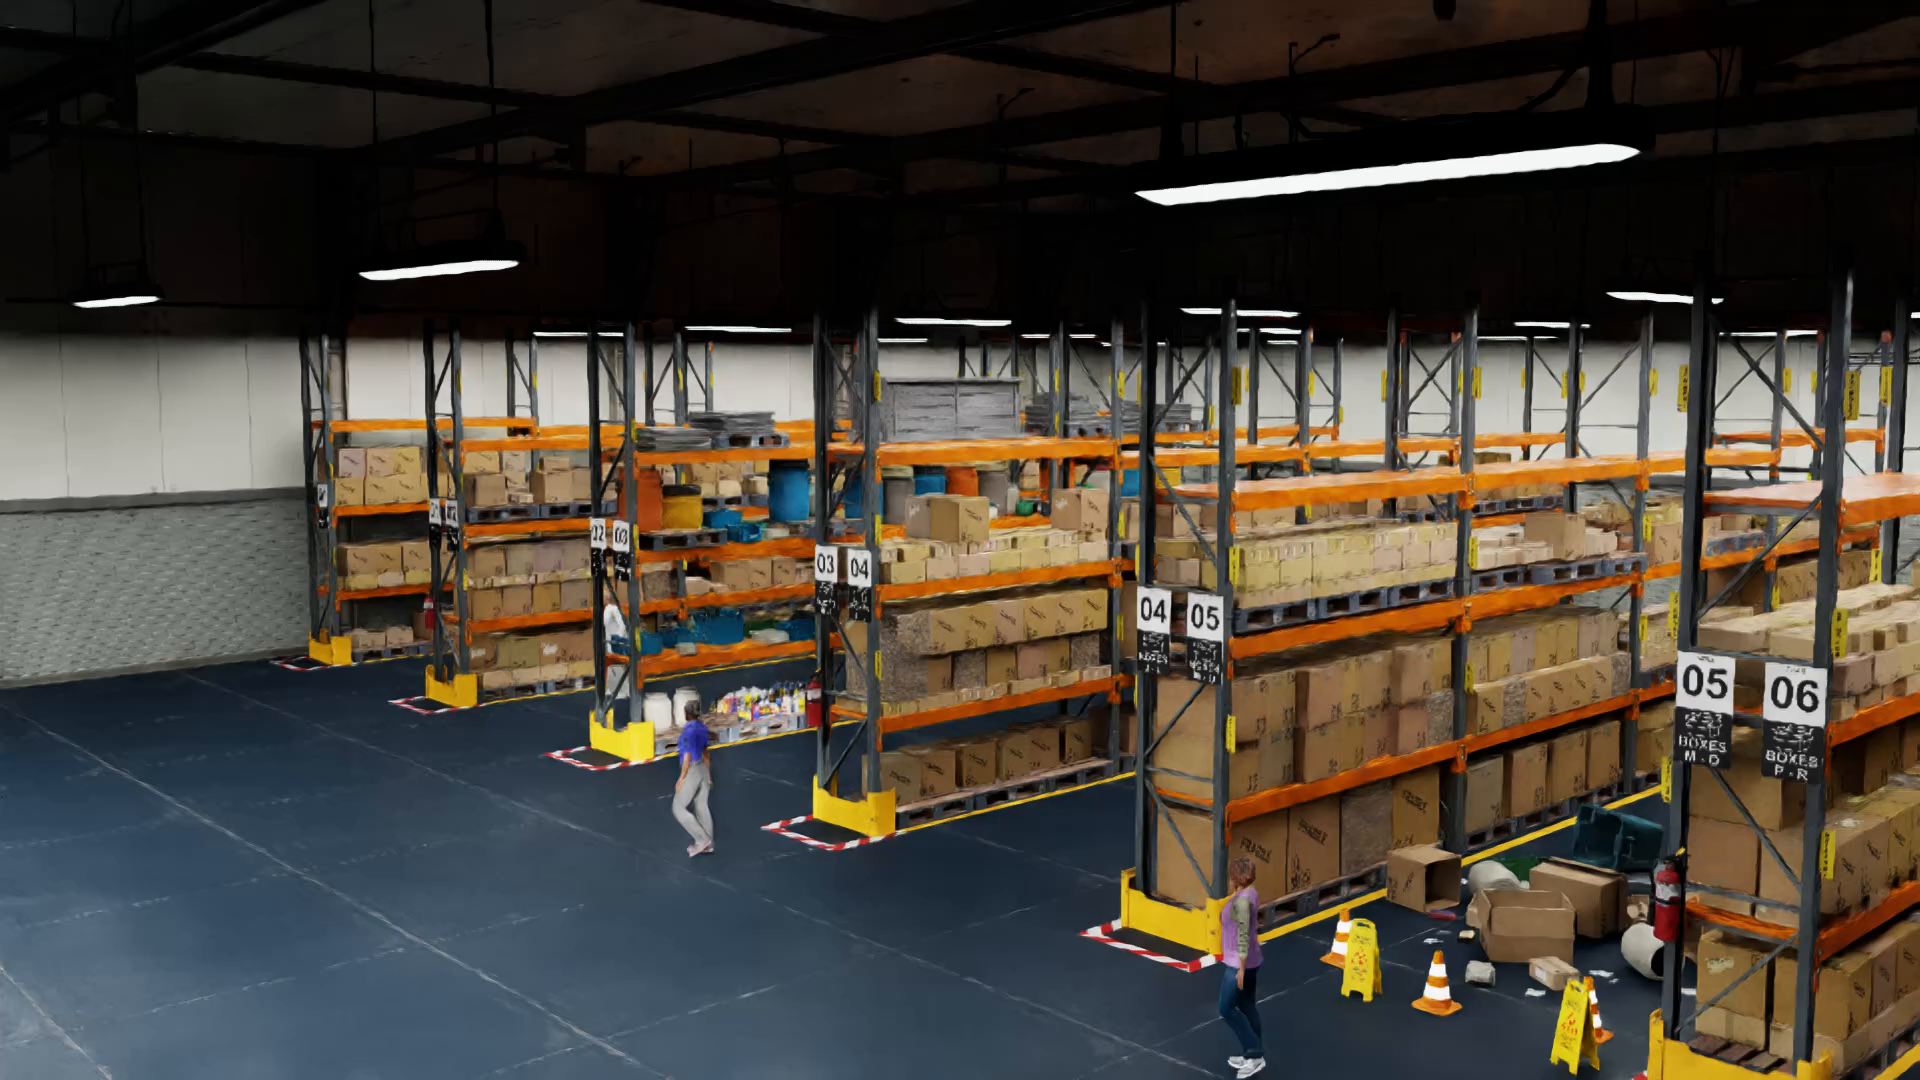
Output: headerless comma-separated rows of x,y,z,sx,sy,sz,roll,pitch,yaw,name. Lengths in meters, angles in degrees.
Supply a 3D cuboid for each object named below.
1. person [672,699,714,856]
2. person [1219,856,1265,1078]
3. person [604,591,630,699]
-2.828,2.541,17.793,0.429,1.651,0.619,2,6,16,person
2.093,3.131,12.244,0.364,1.592,0.521,2,6,20,person
-5.509,1.648,26.353,0.538,1.733,0.729,-6,8,-44,person
